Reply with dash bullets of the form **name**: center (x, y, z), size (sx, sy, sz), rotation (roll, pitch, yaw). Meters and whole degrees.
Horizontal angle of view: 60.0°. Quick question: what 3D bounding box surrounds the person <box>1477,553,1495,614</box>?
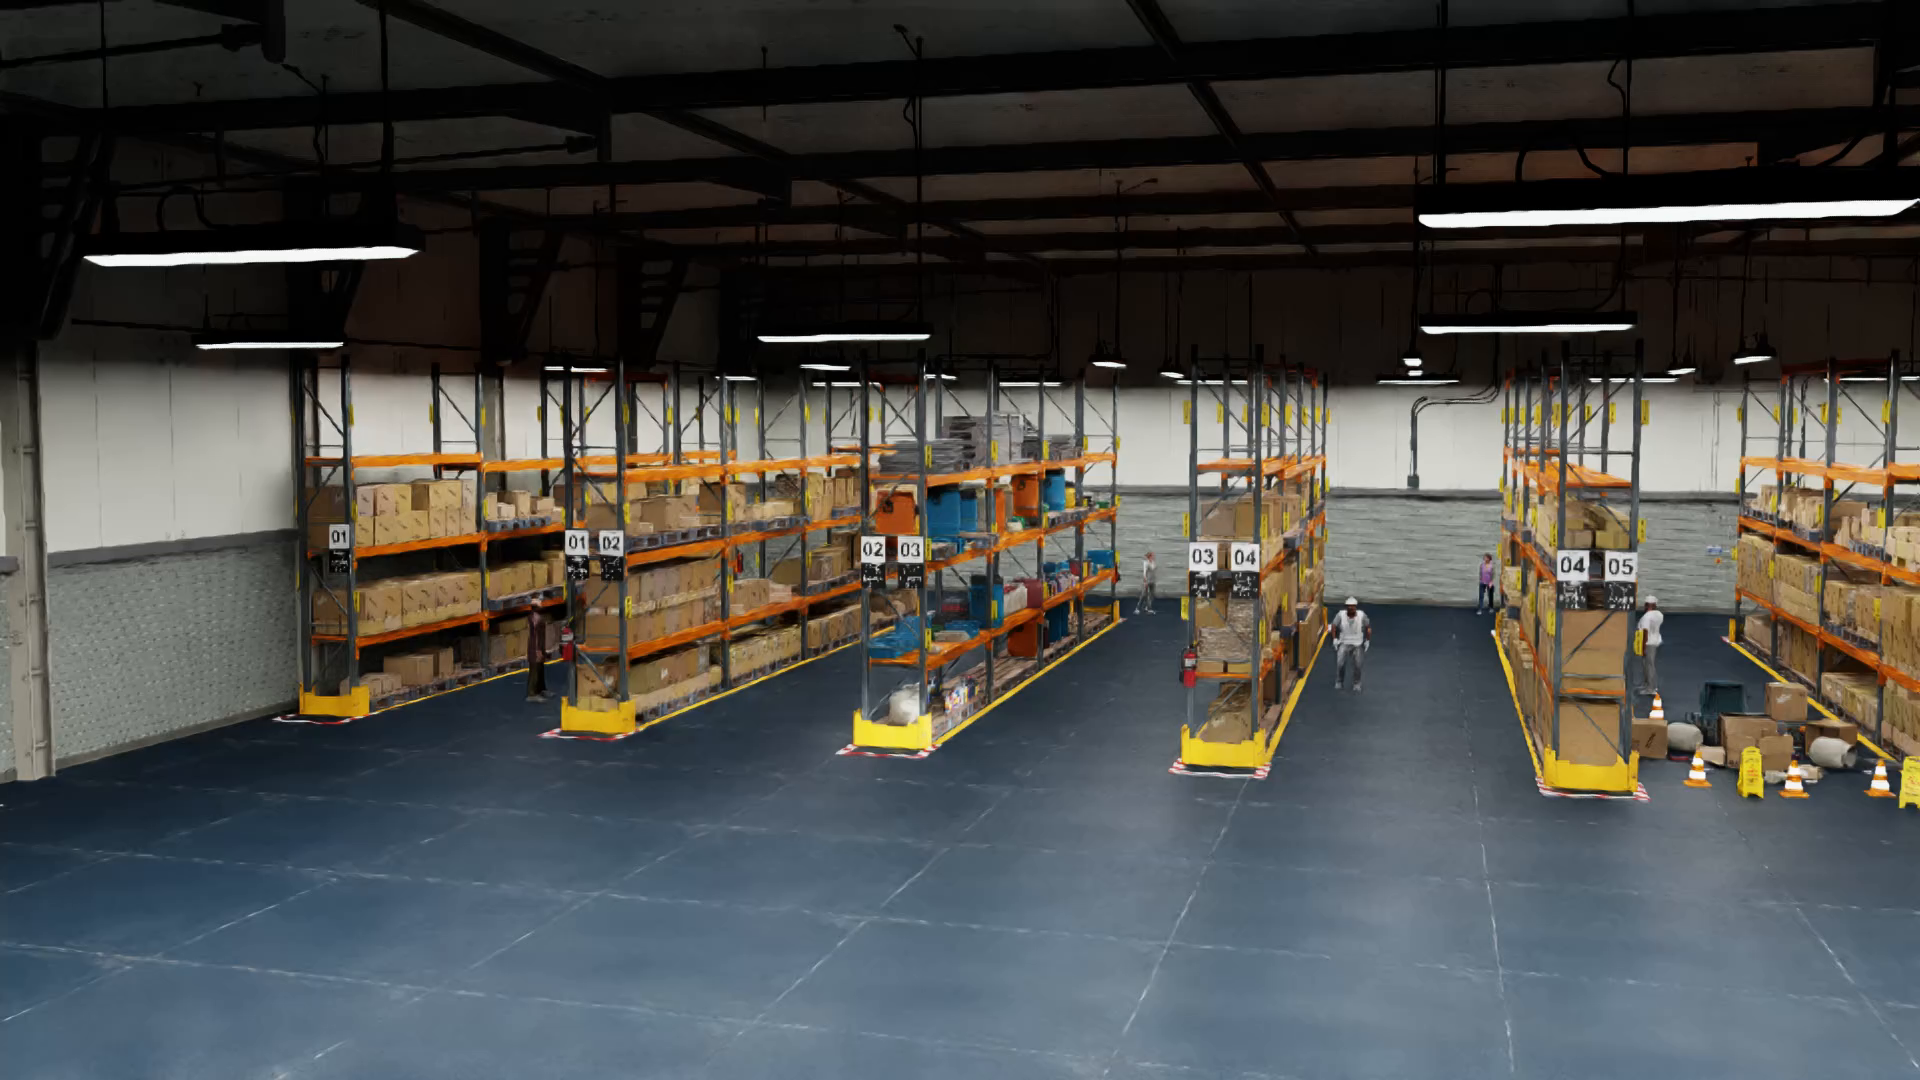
- **person**: center (13.277, 1.083, 41.878), size (0.408, 1.533, 0.961), rotation (2, 5, 24)

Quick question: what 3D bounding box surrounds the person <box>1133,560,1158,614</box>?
- **person**: center (4.670, 1.179, 41.960), size (0.583, 1.371, 0.436), rotation (-3, 5, -37)

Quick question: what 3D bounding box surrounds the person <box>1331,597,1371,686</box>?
- **person**: center (7.089, 1.849, 30.187), size (0.702, 1.671, 0.540), rotation (1, 4, 14)

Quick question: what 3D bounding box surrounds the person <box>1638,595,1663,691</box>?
- **person**: center (12.372, 1.838, 29.813), size (0.624, 1.700, 0.381), rotation (-4, 6, -43)

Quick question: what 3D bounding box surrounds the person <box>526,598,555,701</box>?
- **person**: center (-7.375, 1.909, 29.183), size (0.504, 1.788, 0.640), rotation (-1, 4, -16)
